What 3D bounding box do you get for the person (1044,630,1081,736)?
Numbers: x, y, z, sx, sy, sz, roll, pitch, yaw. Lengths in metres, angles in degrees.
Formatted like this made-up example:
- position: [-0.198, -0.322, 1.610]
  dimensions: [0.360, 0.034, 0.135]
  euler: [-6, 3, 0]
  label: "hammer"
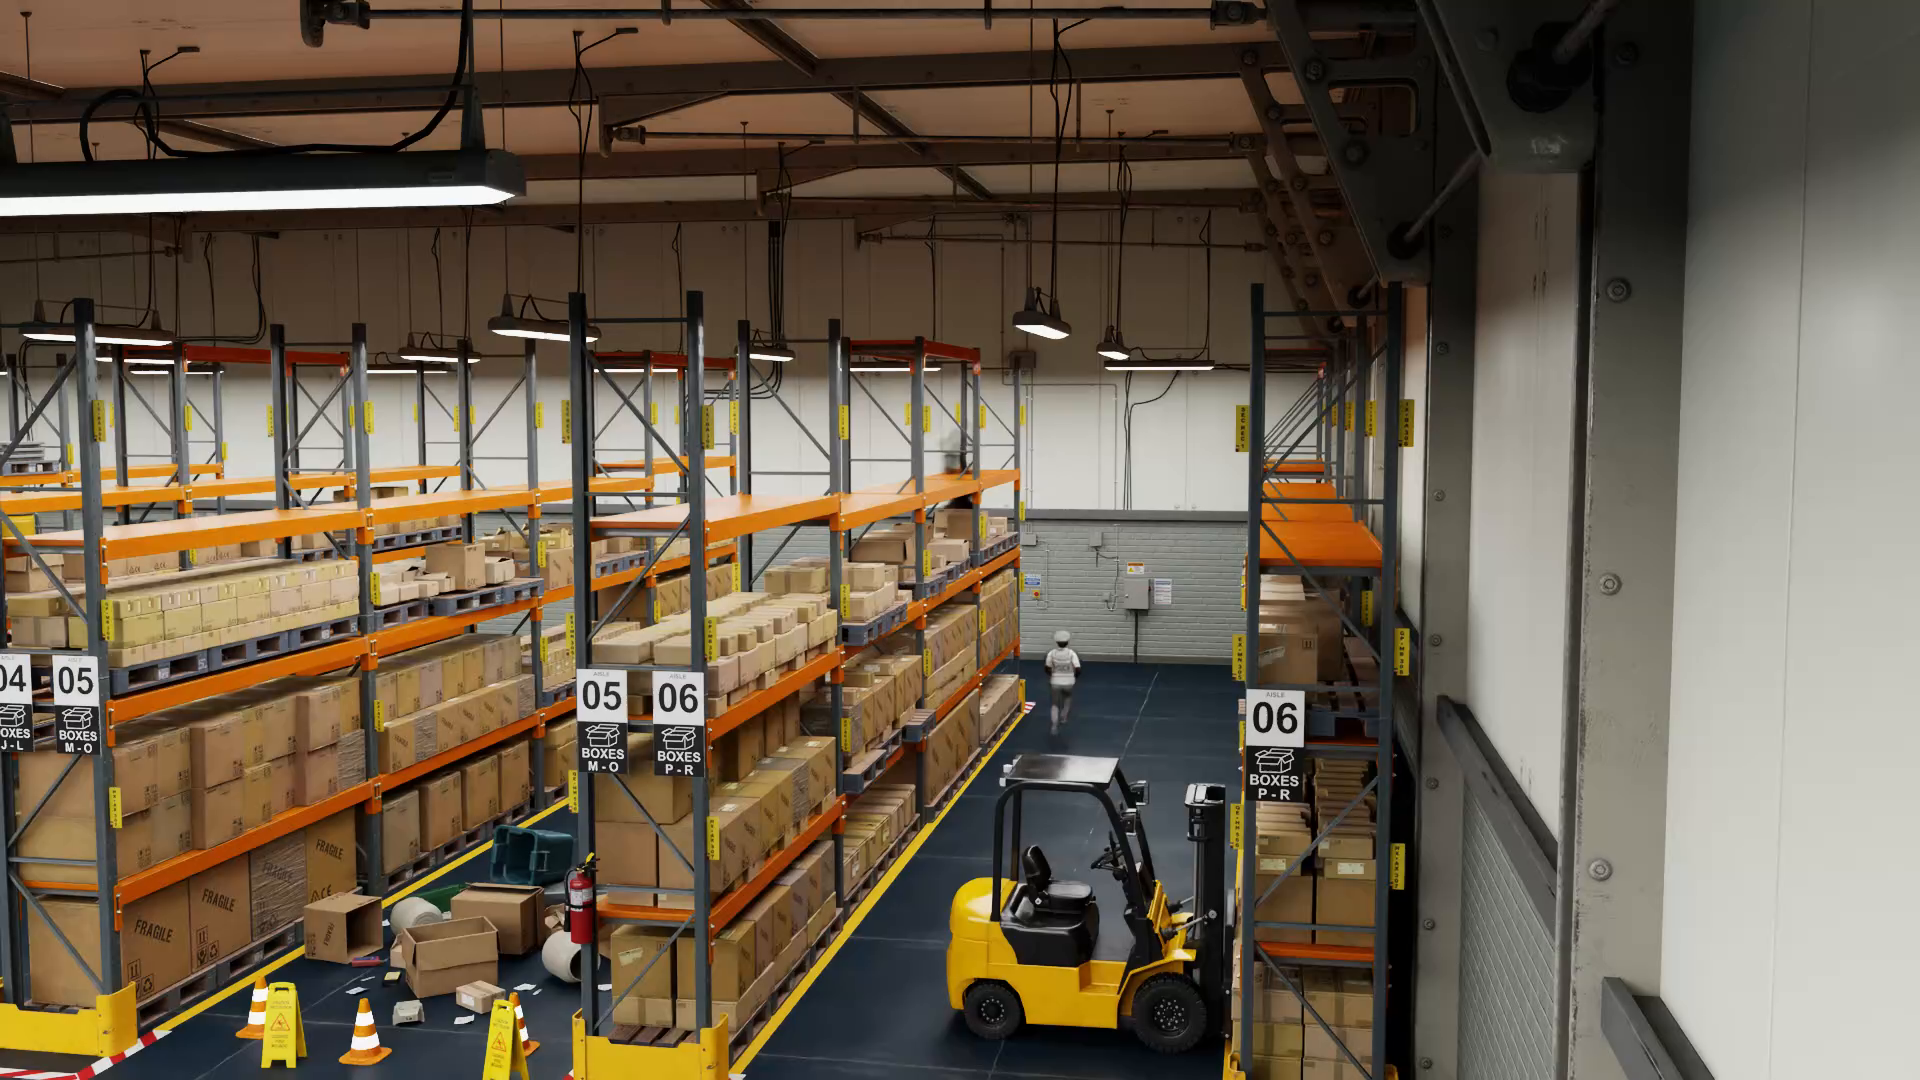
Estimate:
- position: [1.582, 2.182, 25.573]
  dimensions: [0.575, 1.600, 0.715]
  euler: [1, 5, 6]
  label: "person"
